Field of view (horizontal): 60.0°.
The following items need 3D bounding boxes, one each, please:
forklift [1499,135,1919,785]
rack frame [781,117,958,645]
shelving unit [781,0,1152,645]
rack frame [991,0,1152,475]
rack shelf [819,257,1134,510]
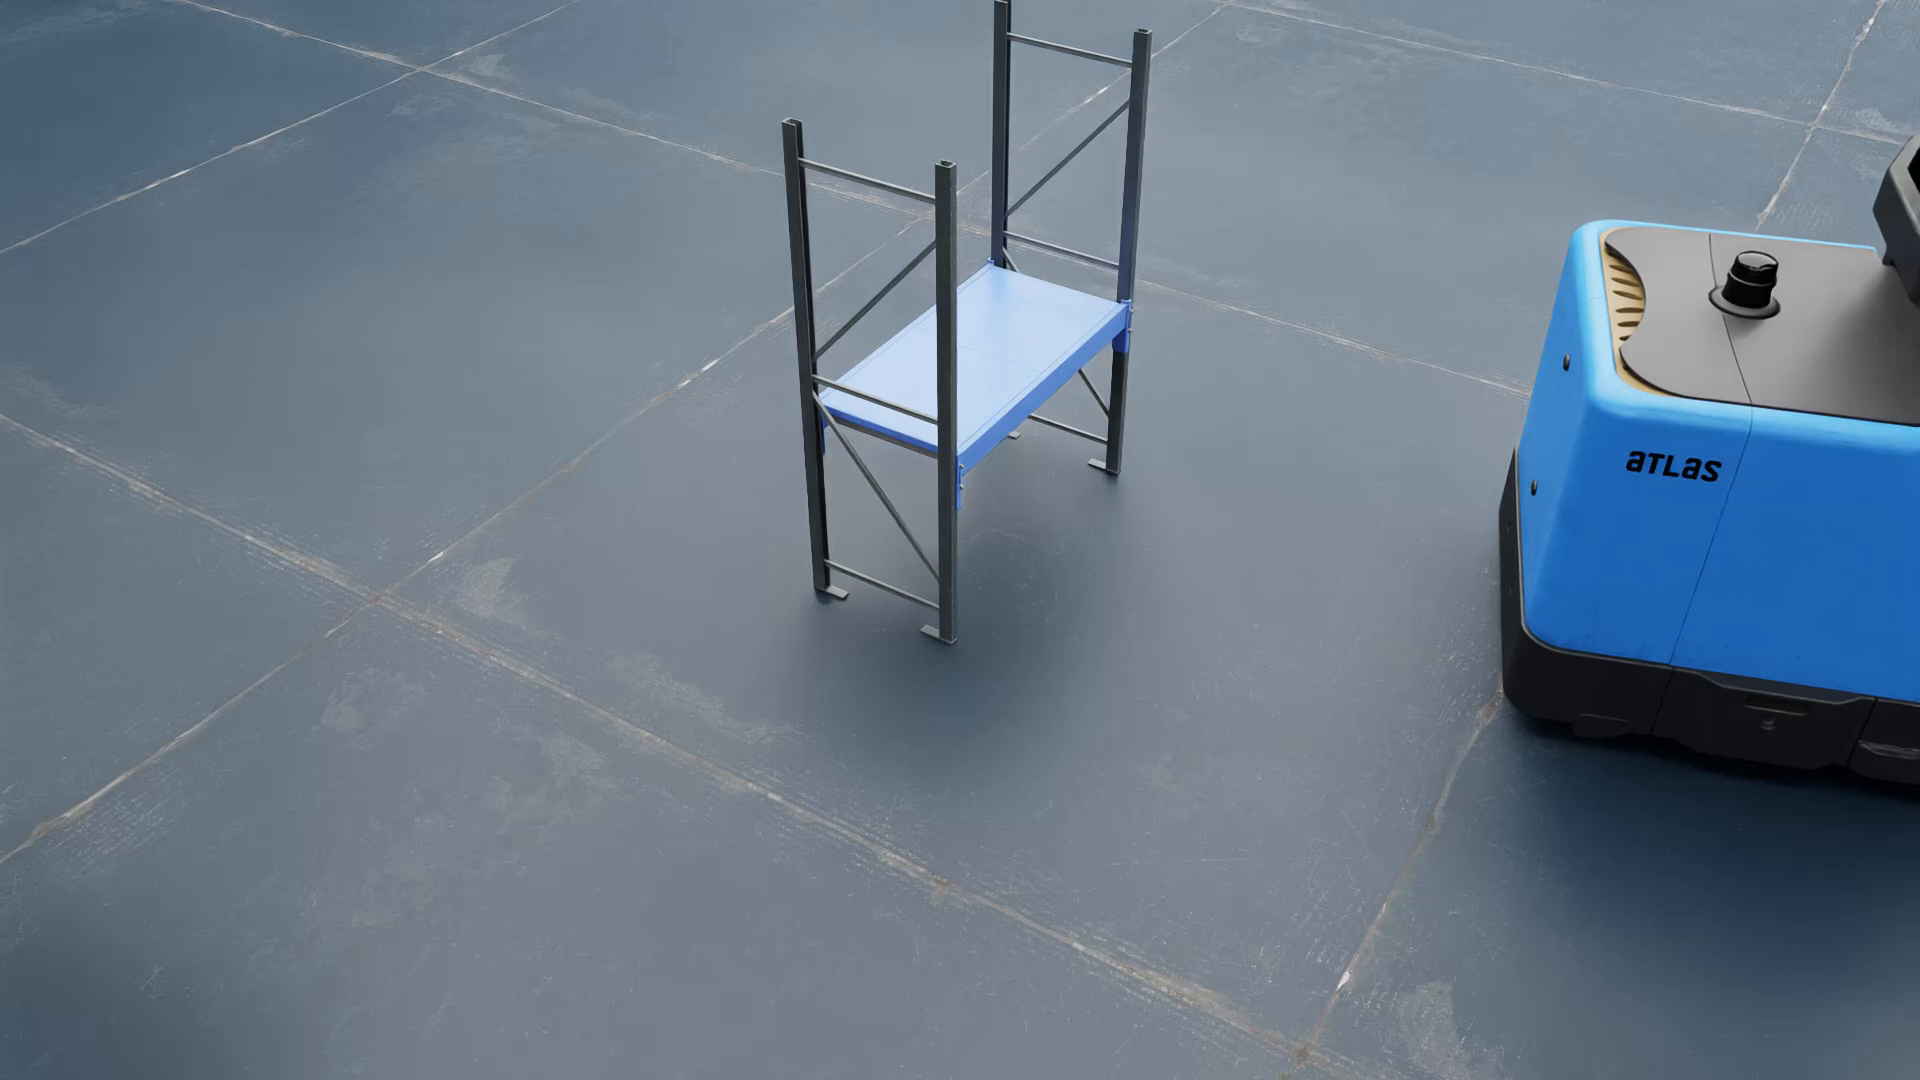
[{"bbox_3d":[3.075,-0.727,3.793,3.031,2.935,1.130,8,38,11],"label":"forklift"},{"bbox_3d":[-0.227,-0.376,4.509,0.500,1.500,0.032,21,42,25],"label":"rack frame"},{"bbox_3d":[0.046,-0.638,4.849,0.538,1.500,1.048,21,42,25],"label":"shelving unit"},{"bbox_3d":[0.318,-0.900,5.189,0.500,1.500,0.032,21,42,25],"label":"rack frame"},{"bbox_3d":[0.046,-0.496,4.959,0.538,0.185,1.000,21,42,25],"label":"rack shelf"}]
